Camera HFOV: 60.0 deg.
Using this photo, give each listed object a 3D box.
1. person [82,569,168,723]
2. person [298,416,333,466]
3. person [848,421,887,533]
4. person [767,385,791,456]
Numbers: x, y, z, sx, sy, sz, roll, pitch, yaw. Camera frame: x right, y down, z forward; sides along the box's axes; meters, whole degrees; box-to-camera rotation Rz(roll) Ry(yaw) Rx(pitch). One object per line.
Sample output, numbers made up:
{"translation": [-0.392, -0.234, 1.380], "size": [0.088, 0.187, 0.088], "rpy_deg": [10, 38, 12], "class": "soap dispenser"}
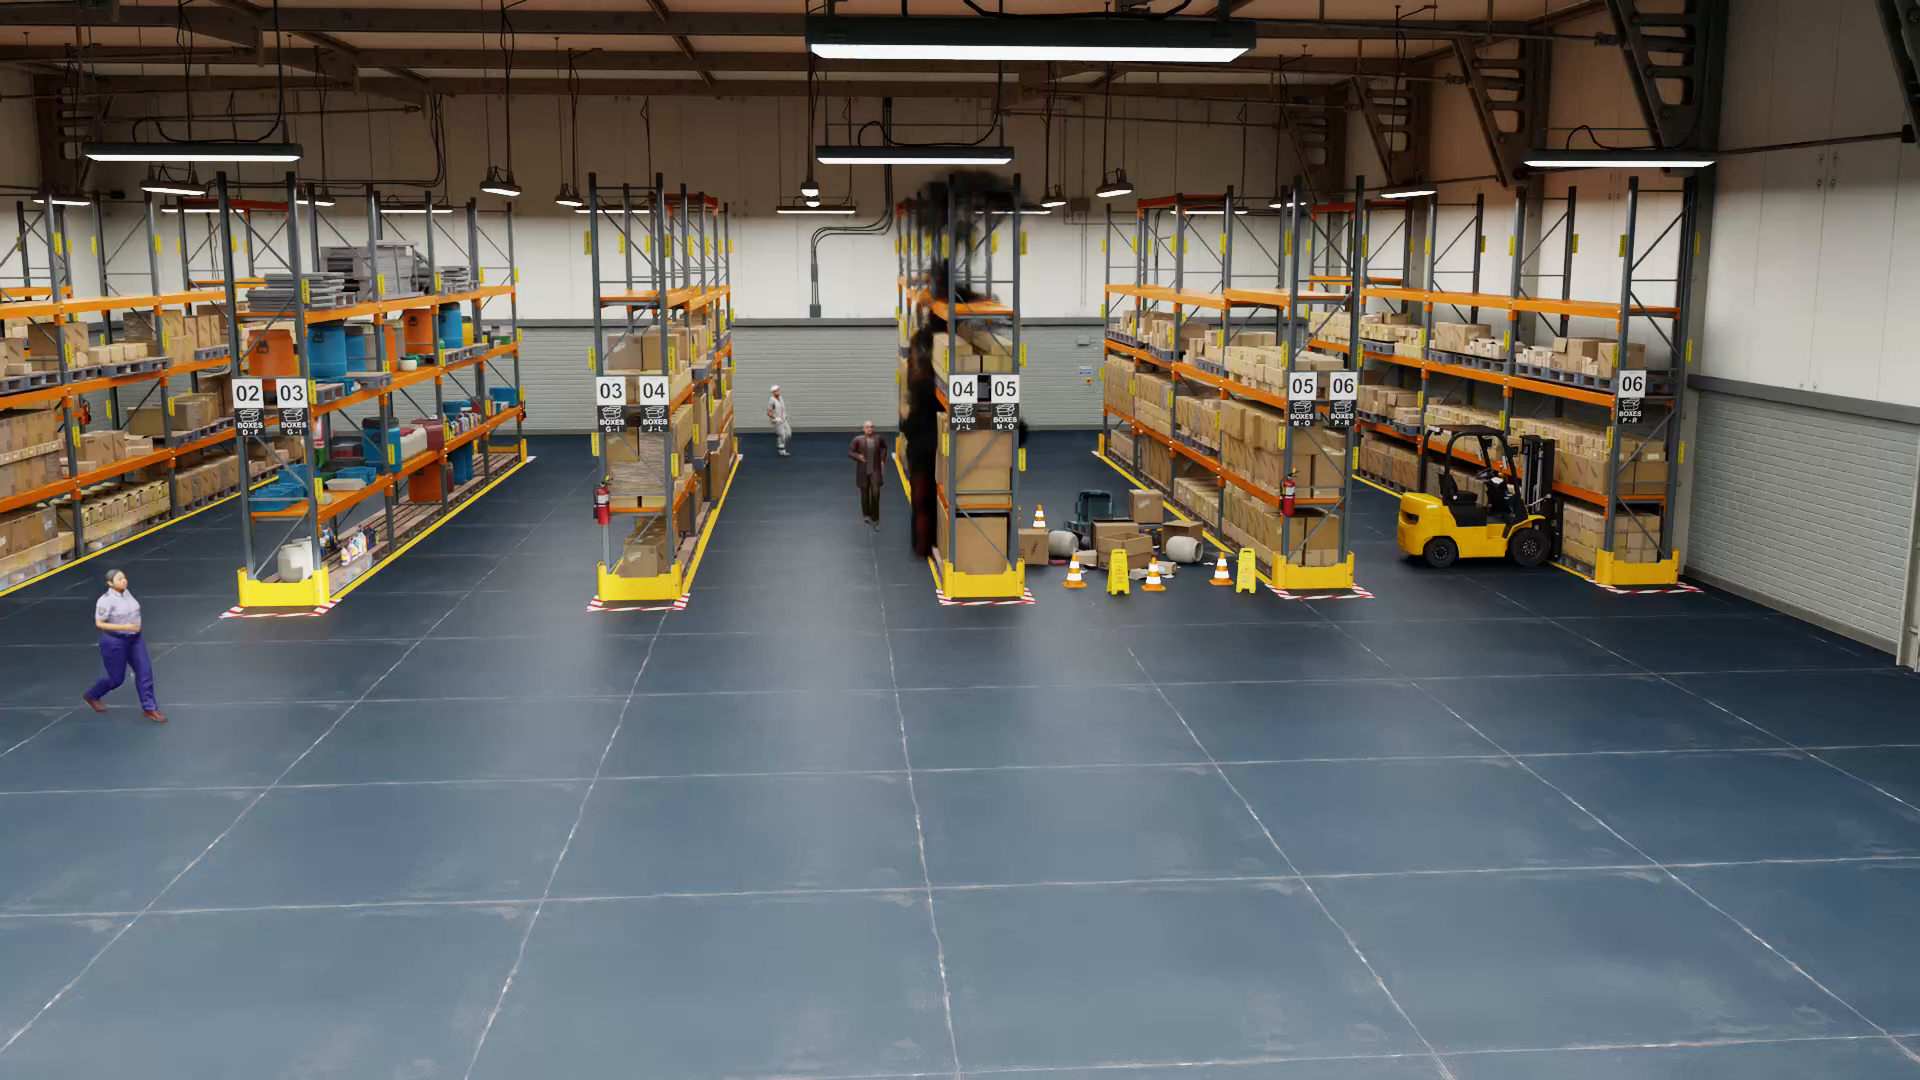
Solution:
{"translation": [-8.908, 1.120, 17.642], "size": [0.923, 1.662, 0.606], "rpy_deg": [3, 10, 14], "class": "person"}
{"translation": [-13.366, -1.910, 34.501], "size": [0.679, 1.744, 0.574], "rpy_deg": [-2, 10, -11], "class": "person"}
{"translation": [-1.559, -1.086, 28.281], "size": [0.687, 1.888, 0.803], "rpy_deg": [-1, 10, -6], "class": "person"}
{"translation": [-4.367, -2.854, 39.892], "size": [0.575, 1.729, 0.706], "rpy_deg": [7, 12, 34], "class": "person"}
